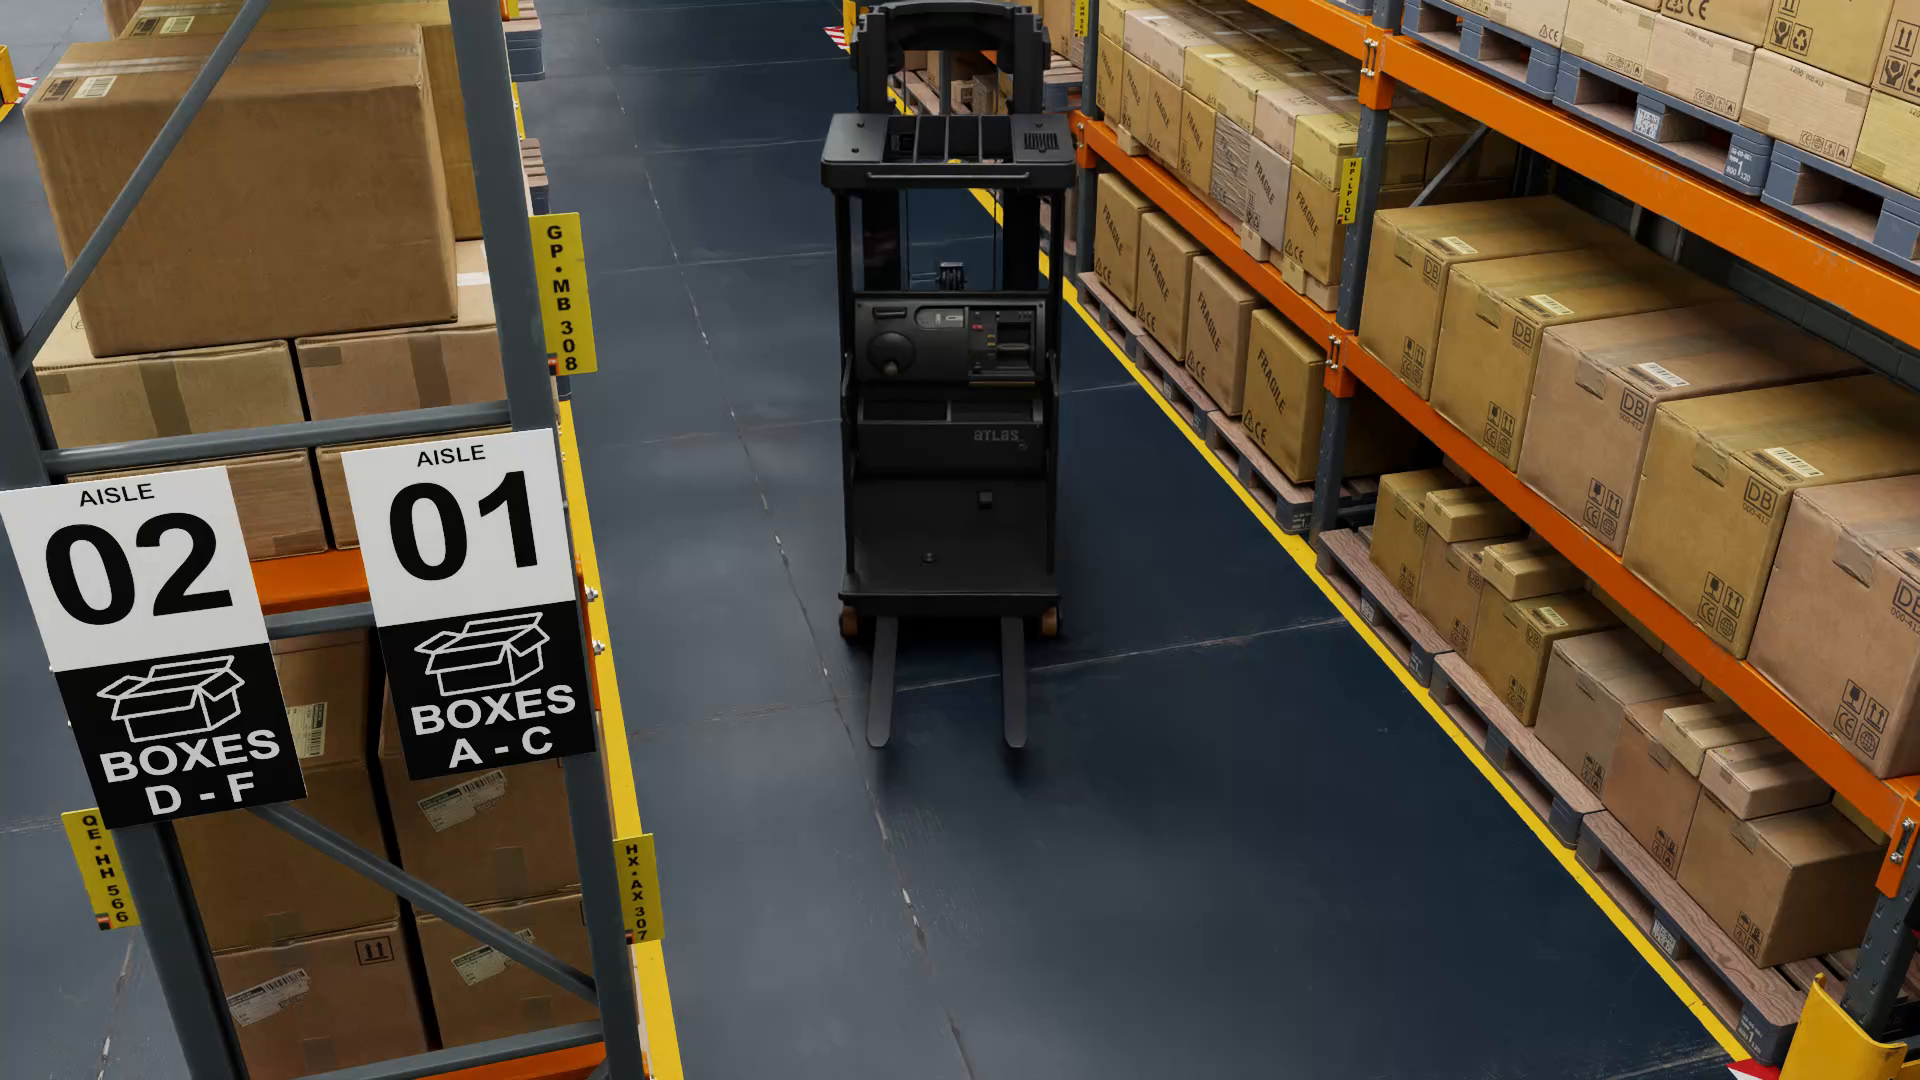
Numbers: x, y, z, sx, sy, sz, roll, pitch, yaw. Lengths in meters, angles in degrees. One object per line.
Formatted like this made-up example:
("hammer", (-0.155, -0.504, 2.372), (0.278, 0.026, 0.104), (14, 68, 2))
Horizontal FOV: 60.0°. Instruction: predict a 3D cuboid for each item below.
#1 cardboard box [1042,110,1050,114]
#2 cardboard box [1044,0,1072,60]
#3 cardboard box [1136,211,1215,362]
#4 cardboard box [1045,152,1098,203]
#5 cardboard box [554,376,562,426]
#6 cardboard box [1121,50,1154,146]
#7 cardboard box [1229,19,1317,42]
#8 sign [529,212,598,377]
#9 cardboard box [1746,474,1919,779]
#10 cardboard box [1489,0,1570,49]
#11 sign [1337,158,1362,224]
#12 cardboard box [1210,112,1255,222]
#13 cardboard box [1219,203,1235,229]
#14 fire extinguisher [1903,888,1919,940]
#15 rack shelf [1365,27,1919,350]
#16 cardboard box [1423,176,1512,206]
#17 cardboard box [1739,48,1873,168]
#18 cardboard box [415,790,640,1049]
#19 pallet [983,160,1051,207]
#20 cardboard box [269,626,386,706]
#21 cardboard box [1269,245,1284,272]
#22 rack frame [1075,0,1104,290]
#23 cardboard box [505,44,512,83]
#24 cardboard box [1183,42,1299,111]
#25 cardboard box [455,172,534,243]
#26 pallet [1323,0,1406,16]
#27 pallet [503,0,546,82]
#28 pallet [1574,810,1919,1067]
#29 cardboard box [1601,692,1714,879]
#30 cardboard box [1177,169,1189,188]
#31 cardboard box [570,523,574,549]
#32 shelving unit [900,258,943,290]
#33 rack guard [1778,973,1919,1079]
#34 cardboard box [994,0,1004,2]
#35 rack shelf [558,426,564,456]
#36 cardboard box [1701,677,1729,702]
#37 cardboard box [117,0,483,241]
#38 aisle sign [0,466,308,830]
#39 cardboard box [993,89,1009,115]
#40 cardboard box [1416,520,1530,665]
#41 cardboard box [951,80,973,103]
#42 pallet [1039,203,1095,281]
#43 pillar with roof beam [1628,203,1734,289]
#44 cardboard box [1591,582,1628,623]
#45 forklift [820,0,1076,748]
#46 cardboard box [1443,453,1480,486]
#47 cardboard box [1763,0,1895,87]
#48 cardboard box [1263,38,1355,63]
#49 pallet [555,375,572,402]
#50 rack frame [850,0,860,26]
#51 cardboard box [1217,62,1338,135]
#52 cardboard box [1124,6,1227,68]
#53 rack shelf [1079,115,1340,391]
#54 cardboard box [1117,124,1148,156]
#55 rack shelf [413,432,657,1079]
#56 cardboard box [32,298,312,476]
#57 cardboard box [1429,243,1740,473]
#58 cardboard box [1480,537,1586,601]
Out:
("cardboard box", (0.890, -3.550, 13.696), (0.500, 0.250, 0.500), (-8, 31, -14))
("cardboard box", (1.054, -3.970, 12.576), (0.700, 0.500, 0.500), (-11, 32, -18))
("cardboard box", (1.658, -1.699, 10.918), (0.750, 0.750, 0.750), (-8, 31, -14))
("cardboard box", (1.097, -2.958, 13.422), (0.700, 0.500, 0.500), (-8, 31, -13))
("cardboard box", (-1.300, -0.478, 4.238), (0.500, 0.250, 0.500), (-8, 31, -13))
("cardboard box", (1.375, -2.902, 10.853), (0.500, 0.500, 0.500), (-7, 31, -12))
("cardboard box", (2.000, -3.066, 10.388), (0.500, 0.250, 0.500), (-9, 31, -15))
("sign", (-0.765, -0.469, 3.199), (0.100, 0.325, 0.005), (-8, 31, -13))
("cardboard box", (3.341, 0.245, 5.533), (0.980, 0.700, 0.700), (-6, 31, -11))
("cardboard box", (2.475, -2.154, 6.613), (0.500, 0.250, 0.500), (-9, 31, -14))
("sign", (1.904, -1.702, 8.120), (0.100, 0.325, 0.005), (-8, 31, -13))
("cardboard box", (1.789, -2.171, 9.590), (0.500, 0.500, 0.500), (-8, 31, -13))
("cardboard box", (1.767, -1.957, 9.868), (0.380, 0.149, 0.250), (-9, 31, -15))
("fire extinguisher", (3.082, 0.949, 5.066), (0.296, 0.674, 0.183), (-8, 31, -13))
("rack shelf", (2.956, -1.333, 6.283), (1.077, 0.370, 4.000), (-8, 31, -13))
("cardboard box", (2.546, -1.749, 8.860), (0.500, 0.500, 0.500), (-9, 31, -15))
("cardboard box", (2.897, -1.408, 5.325), (0.500, 0.250, 0.500), (-9, 31, -15))
("cardboard box", (-1.152, 0.987, 4.450), (0.500, 0.500, 0.500), (-7, 31, -12))
("pallet", (0.837, -3.003, 14.228), (1.003, 0.211, 1.213), (-8, 31, -13))
("cardboard box", (-1.807, 0.382, 4.498), (0.500, 0.500, 0.500), (-7, 31, -12))
("cardboard box", (1.947, -1.588, 9.230), (0.380, 0.149, 0.250), (-7, 31, -12))
("rack frame", (1.363, -3.244, 11.861), (1.000, 3.000, 0.127), (-8, 31, -13))
("cardboard box", (-1.699, -1.419, 5.364), (0.500, 0.250, 0.500), (-8, 31, -13))
("cardboard box", (1.656, -2.750, 9.841), (0.500, 0.250, 0.500), (-8, 31, -14))
("cardboard box", (-1.300, -0.695, 4.112), (0.500, 0.250, 0.500), (-8, 31, -13))
("pallet", (2.134, -2.964, 8.573), (0.805, 0.209, 1.217), (-9, 31, -15))
("pallet", (-2.456, -2.193, 7.238), (1.213, 0.211, 1.003), (-8, 31, -13))
("pallet", (3.199, 1.451, 6.533), (1.003, 0.211, 1.213), (-8, 31, -13))
("cardboard box", (3.071, 0.953, 6.685), (0.700, 0.500, 0.500), (-8, 31, -13))
("cardboard box", (1.596, -2.337, 10.524), (0.380, 0.149, 0.250), (-7, 31, -13))
("cardboard box", (-1.298, 0.303, 4.634), (0.500, 0.500, 0.500), (-8, 31, -13))
("shelving unit", (-0.218, -1.053, 9.856), (0.258, 1.200, 0.189), (-3, 21, -5))
("rack guard", (3.493, 1.713, 5.791), (1.175, 0.500, 0.348), (-8, 31, -13))
("cardboard box", (0.545, -4.889, 14.163), (0.700, 0.500, 0.500), (-5, 30, -8))
("rack shelf", (-2.881, -1.307, 9.231), (1.077, 0.370, 4.000), (-8, 31, -13))
("cardboard box", (3.229, 0.582, 6.678), (0.380, 0.149, 0.250), (-8, 31, -13))
("cardboard box", (-1.492, -0.993, 3.879), (0.700, 0.500, 0.500), (-8, 31, -13))
("aisle sign", (-1.566, 0.229, 3.266), (0.394, 0.787, 0.004), (-8, 31, -13))
("cardboard box", (0.698, -3.689, 14.684), (0.700, 0.500, 0.500), (-8, 31, -14))
("cardboard box", (2.655, 0.206, 7.976), (0.700, 0.500, 0.500), (-8, 31, -14))
("cardboard box", (0.130, -4.395, 16.238), (0.380, 0.166, 0.250), (-12, 32, -20))
("pallet", (1.157, -2.415, 13.212), (1.003, 0.211, 1.213), (-8, 31, -13))
("pillar with roof beam", (-0.706, -3.113, 5.646), (9.100, 9.000, 0.400), (-8, 31, -13))
("cardboard box", (3.025, 0.213, 7.315), (0.380, 0.149, 0.250), (-8, 31, -14))
("forklift", (-0.047, -0.932, 7.934), (1.130, 2.935, 3.031), (0, 30, 0))
("cardboard box", (2.677, -0.415, 8.401), (0.380, 0.149, 0.250), (-8, 31, -14))
("cardboard box", (2.907, -1.724, 5.121), (0.500, 0.500, 0.500), (-7, 31, -12))
("cardboard box", (2.136, -2.820, 9.963), (0.500, 0.250, 0.500), (-9, 31, -14))
("pallet", (-2.457, -0.969, 8.122), (1.003, 0.211, 1.213), (-8, 31, -13))
("rack frame", (-0.760, -7.108, 18.536), (1.000, 3.000, 0.127), (-8, 31, -13))
("cardboard box", (1.792, -2.504, 9.416), (0.500, 0.250, 0.500), (-7, 31, -12))
("cardboard box", (1.378, -3.236, 10.682), (0.500, 0.250, 0.500), (-8, 31, -14))
("rack shelf", (1.894, -1.967, 10.372), (1.077, 0.370, 4.000), (-8, 31, -13))
("cardboard box", (1.275, -2.692, 11.137), (0.380, 0.149, 0.250), (-7, 31, -12))
("rack shelf", (-1.819, 0.625, 5.893), (1.077, 0.370, 4.000), (-8, 31, -13))
("cardboard box", (-1.671, -0.384, 3.575), (0.500, 0.250, 0.500), (-8, 31, -13))
("cardboard box", (2.741, -0.825, 7.381), (0.980, 0.700, 0.700), (-9, 31, -15))
("cardboard box", (2.578, 0.124, 7.471), (0.380, 0.149, 0.250), (-9, 31, -15))
